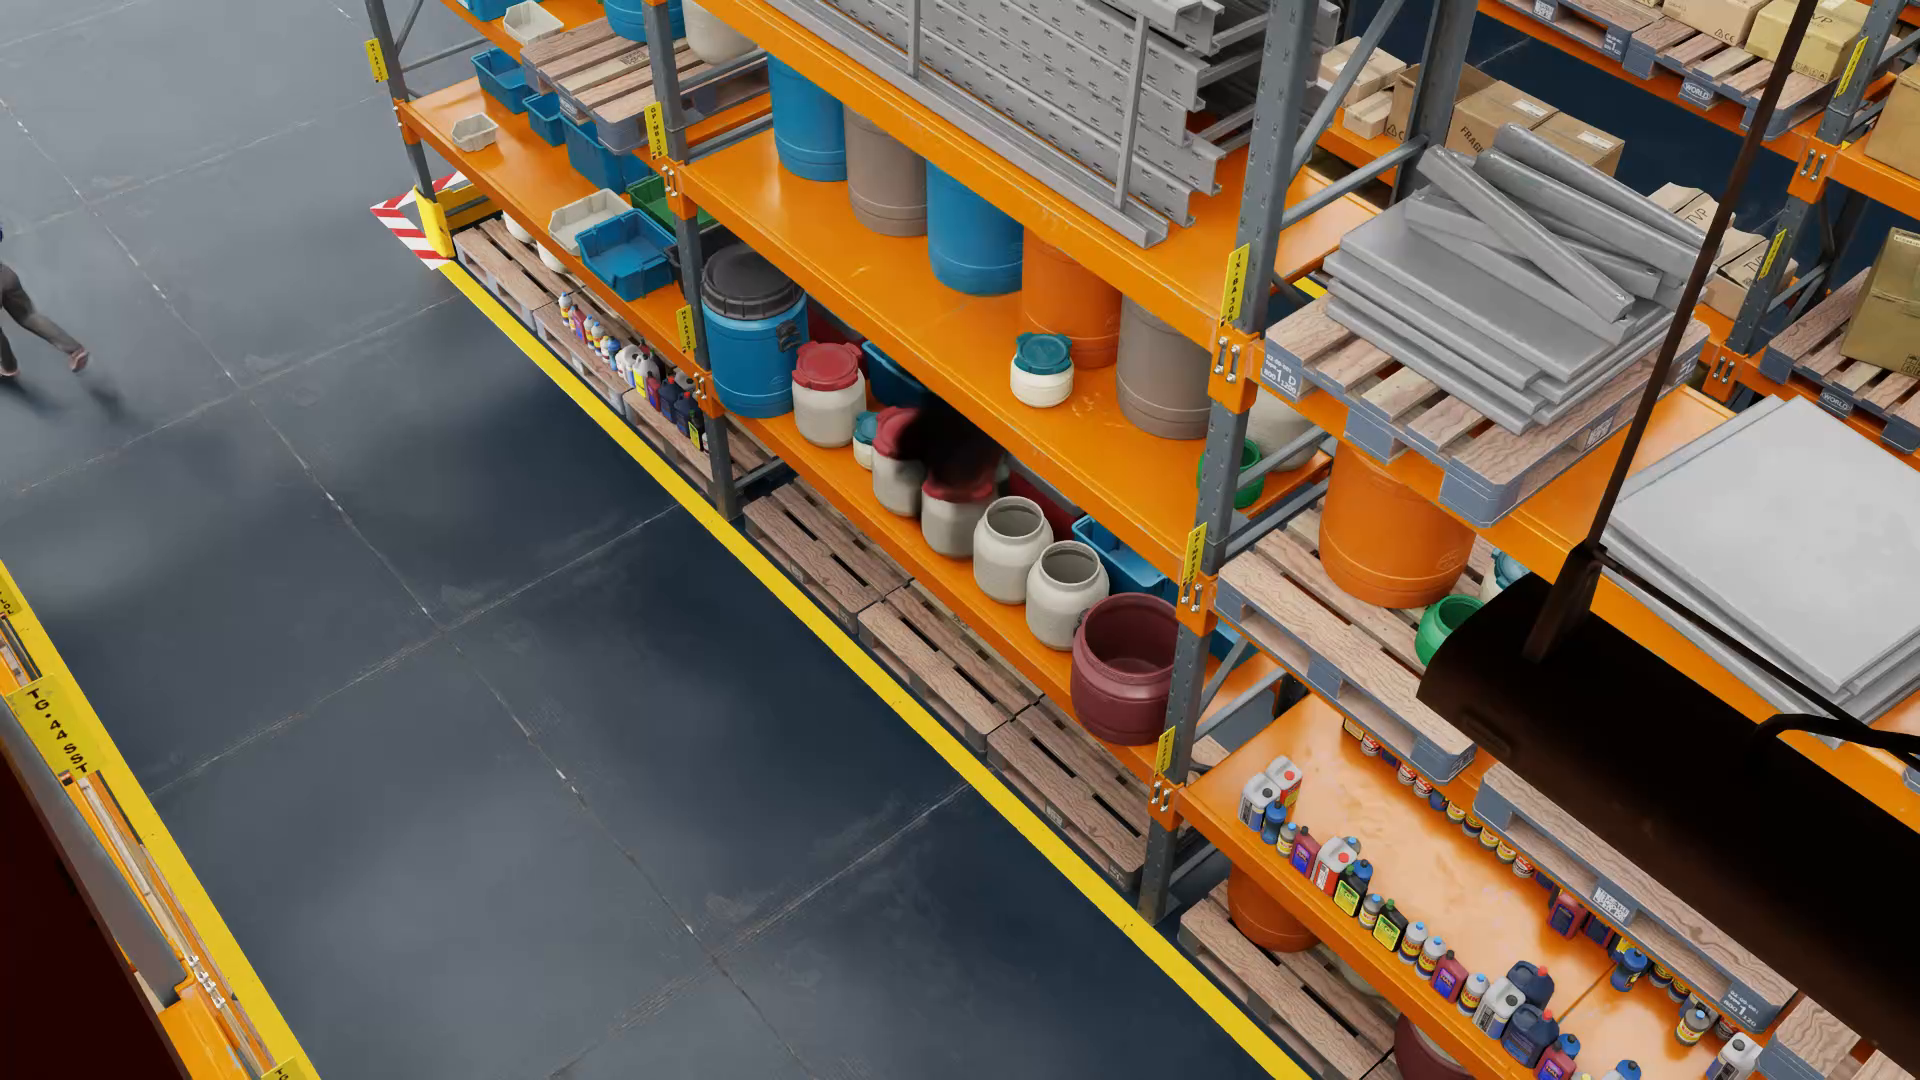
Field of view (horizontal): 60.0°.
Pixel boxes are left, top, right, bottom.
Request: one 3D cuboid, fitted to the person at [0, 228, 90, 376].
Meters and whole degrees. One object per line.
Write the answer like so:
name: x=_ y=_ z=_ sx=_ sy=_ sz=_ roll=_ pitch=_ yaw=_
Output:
person: x=-6.691 y=-1.725 z=11.470 sx=0.913 sy=1.632 sz=0.607 roll=14 pitch=48 yaw=13
